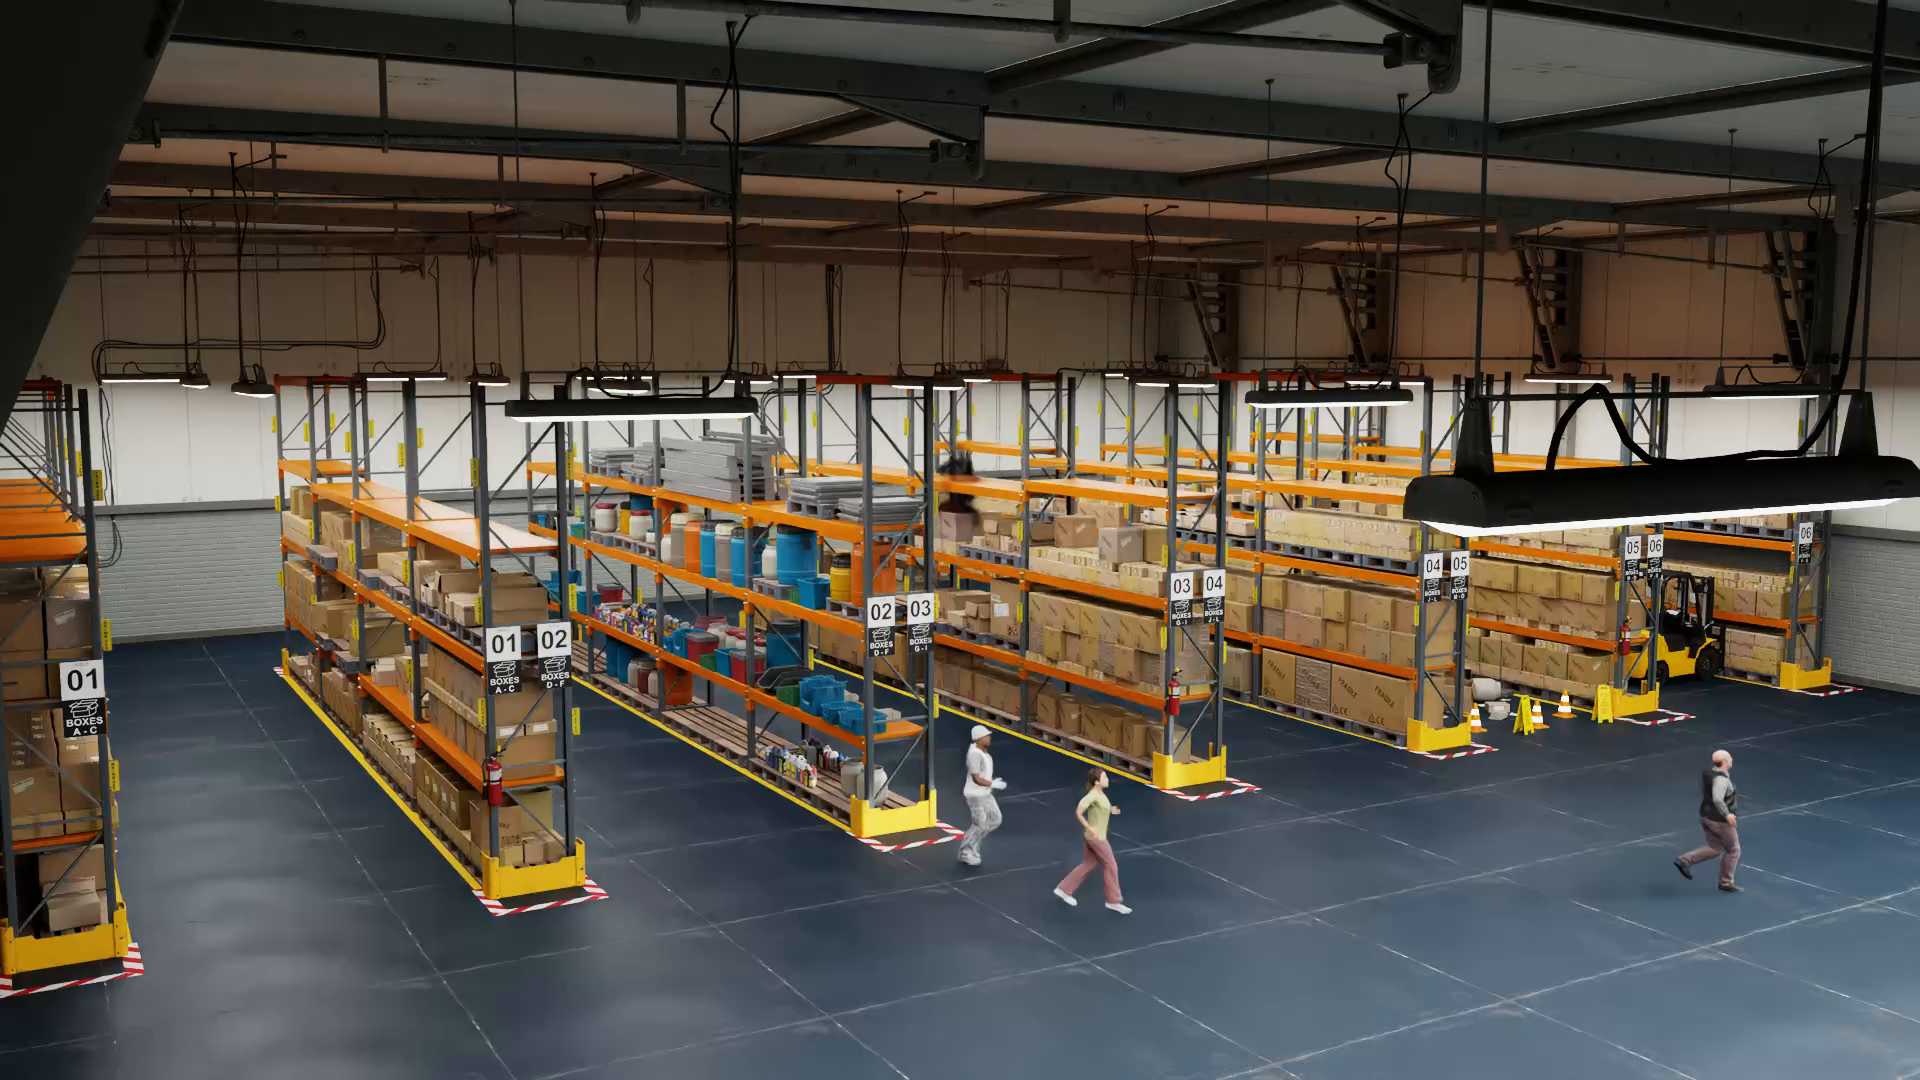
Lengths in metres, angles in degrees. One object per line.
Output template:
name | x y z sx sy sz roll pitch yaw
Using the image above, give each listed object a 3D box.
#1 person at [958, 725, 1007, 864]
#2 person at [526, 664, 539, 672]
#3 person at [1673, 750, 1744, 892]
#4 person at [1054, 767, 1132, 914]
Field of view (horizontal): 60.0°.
person | 0.293 3.177 20.852 0.632 1.747 0.714 1 6 10
person | -7.455 2.399 28.691 0.508 1.599 0.667 -5 8 -38
person | 8.952 3.338 19.781 0.796 1.707 0.678 0 6 -1
person | 1.520 3.421 19.023 0.896 1.691 0.559 0 6 1
